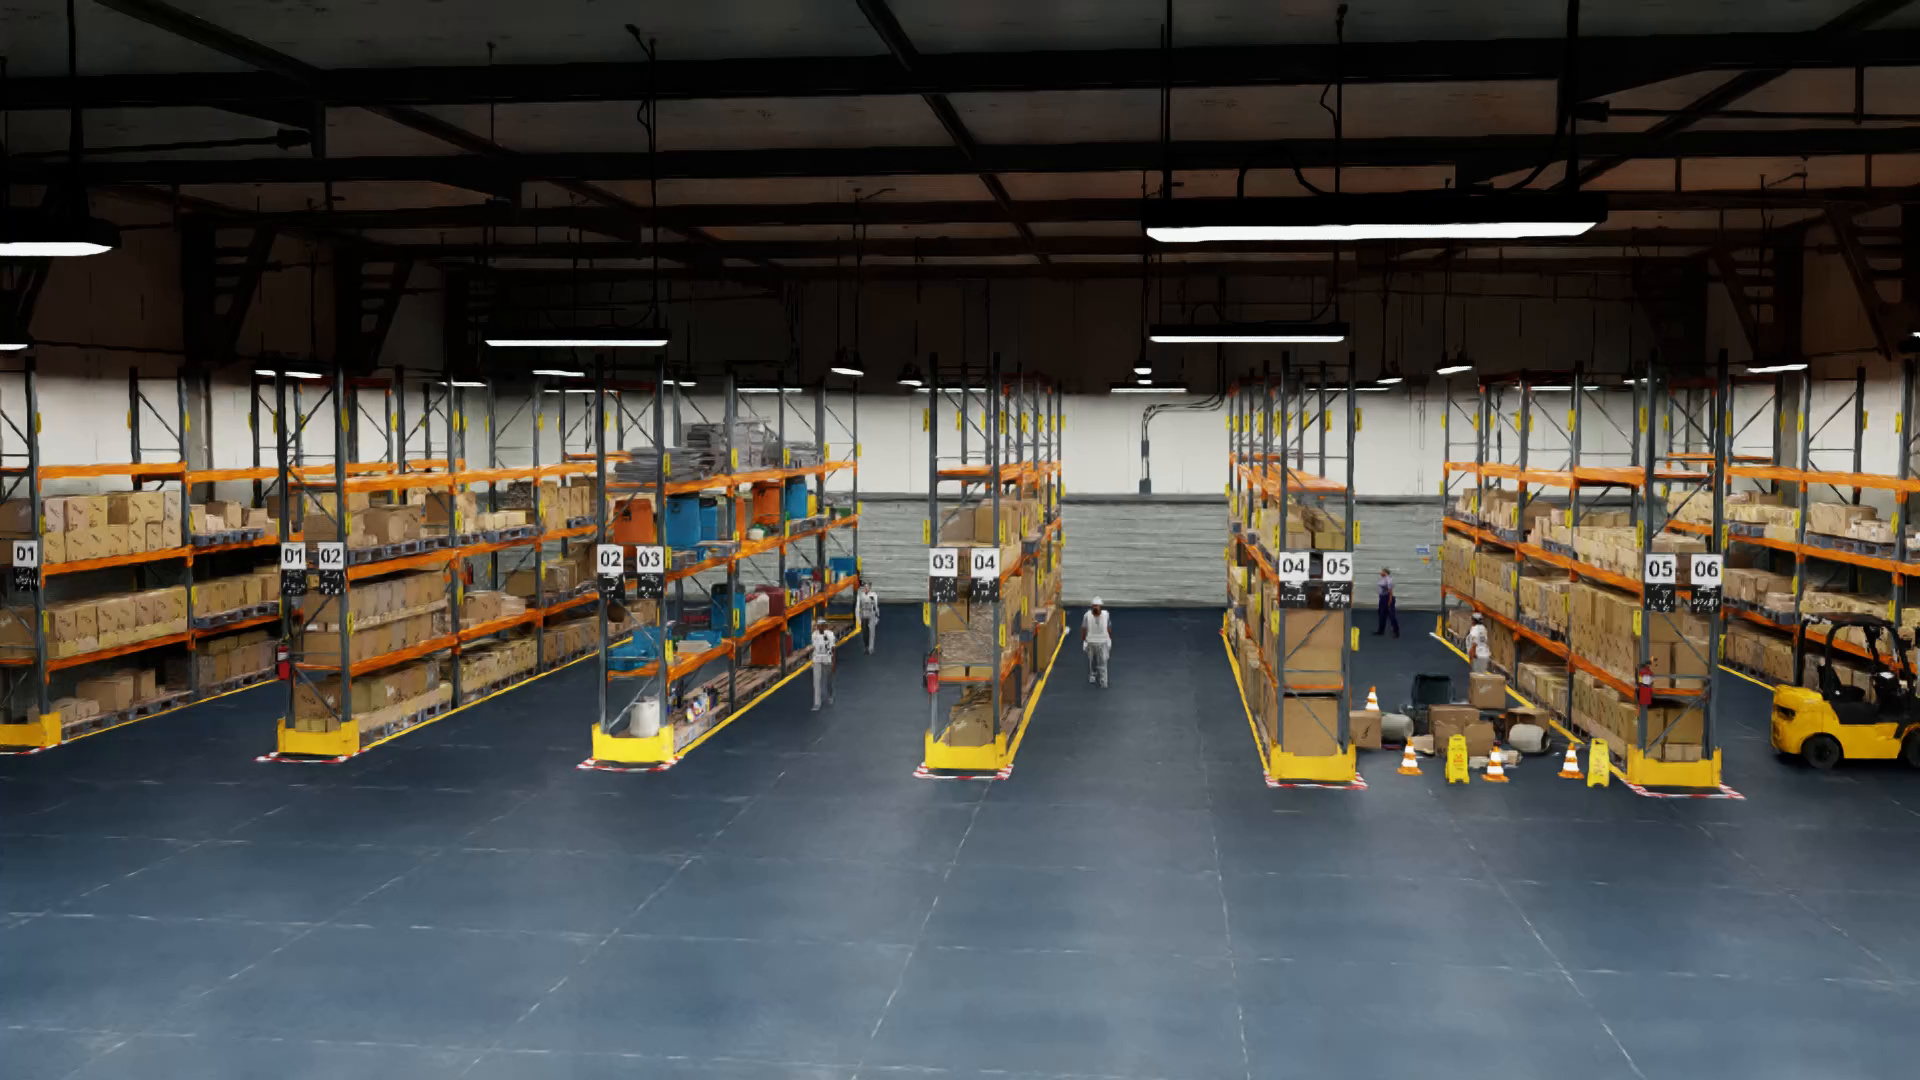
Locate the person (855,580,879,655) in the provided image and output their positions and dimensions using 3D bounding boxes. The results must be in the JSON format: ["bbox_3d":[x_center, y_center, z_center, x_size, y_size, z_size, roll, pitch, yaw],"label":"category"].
[{"bbox_3d":[-2.010,1.647,35.859,0.499,1.587,1.065,0,4,5],"label":"person"}]

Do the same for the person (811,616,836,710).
[{"bbox_3d":[-2.375,2.127,29.071,0.461,1.626,0.999,0,4,5],"label":"person"}]

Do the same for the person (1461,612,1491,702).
[{"bbox_3d":[9.093,2.090,29.306,0.567,1.657,0.611,2,5,32],"label":"person"}]

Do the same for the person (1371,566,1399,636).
[{"bbox_3d":[10.030,1.431,39.038,0.533,1.632,0.614,-1,4,-9],"label":"person"}]

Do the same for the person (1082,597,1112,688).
[{"bbox_3d":[2.581,1.911,31.410,0.571,1.700,1.114,0,4,5],"label":"person"}]
